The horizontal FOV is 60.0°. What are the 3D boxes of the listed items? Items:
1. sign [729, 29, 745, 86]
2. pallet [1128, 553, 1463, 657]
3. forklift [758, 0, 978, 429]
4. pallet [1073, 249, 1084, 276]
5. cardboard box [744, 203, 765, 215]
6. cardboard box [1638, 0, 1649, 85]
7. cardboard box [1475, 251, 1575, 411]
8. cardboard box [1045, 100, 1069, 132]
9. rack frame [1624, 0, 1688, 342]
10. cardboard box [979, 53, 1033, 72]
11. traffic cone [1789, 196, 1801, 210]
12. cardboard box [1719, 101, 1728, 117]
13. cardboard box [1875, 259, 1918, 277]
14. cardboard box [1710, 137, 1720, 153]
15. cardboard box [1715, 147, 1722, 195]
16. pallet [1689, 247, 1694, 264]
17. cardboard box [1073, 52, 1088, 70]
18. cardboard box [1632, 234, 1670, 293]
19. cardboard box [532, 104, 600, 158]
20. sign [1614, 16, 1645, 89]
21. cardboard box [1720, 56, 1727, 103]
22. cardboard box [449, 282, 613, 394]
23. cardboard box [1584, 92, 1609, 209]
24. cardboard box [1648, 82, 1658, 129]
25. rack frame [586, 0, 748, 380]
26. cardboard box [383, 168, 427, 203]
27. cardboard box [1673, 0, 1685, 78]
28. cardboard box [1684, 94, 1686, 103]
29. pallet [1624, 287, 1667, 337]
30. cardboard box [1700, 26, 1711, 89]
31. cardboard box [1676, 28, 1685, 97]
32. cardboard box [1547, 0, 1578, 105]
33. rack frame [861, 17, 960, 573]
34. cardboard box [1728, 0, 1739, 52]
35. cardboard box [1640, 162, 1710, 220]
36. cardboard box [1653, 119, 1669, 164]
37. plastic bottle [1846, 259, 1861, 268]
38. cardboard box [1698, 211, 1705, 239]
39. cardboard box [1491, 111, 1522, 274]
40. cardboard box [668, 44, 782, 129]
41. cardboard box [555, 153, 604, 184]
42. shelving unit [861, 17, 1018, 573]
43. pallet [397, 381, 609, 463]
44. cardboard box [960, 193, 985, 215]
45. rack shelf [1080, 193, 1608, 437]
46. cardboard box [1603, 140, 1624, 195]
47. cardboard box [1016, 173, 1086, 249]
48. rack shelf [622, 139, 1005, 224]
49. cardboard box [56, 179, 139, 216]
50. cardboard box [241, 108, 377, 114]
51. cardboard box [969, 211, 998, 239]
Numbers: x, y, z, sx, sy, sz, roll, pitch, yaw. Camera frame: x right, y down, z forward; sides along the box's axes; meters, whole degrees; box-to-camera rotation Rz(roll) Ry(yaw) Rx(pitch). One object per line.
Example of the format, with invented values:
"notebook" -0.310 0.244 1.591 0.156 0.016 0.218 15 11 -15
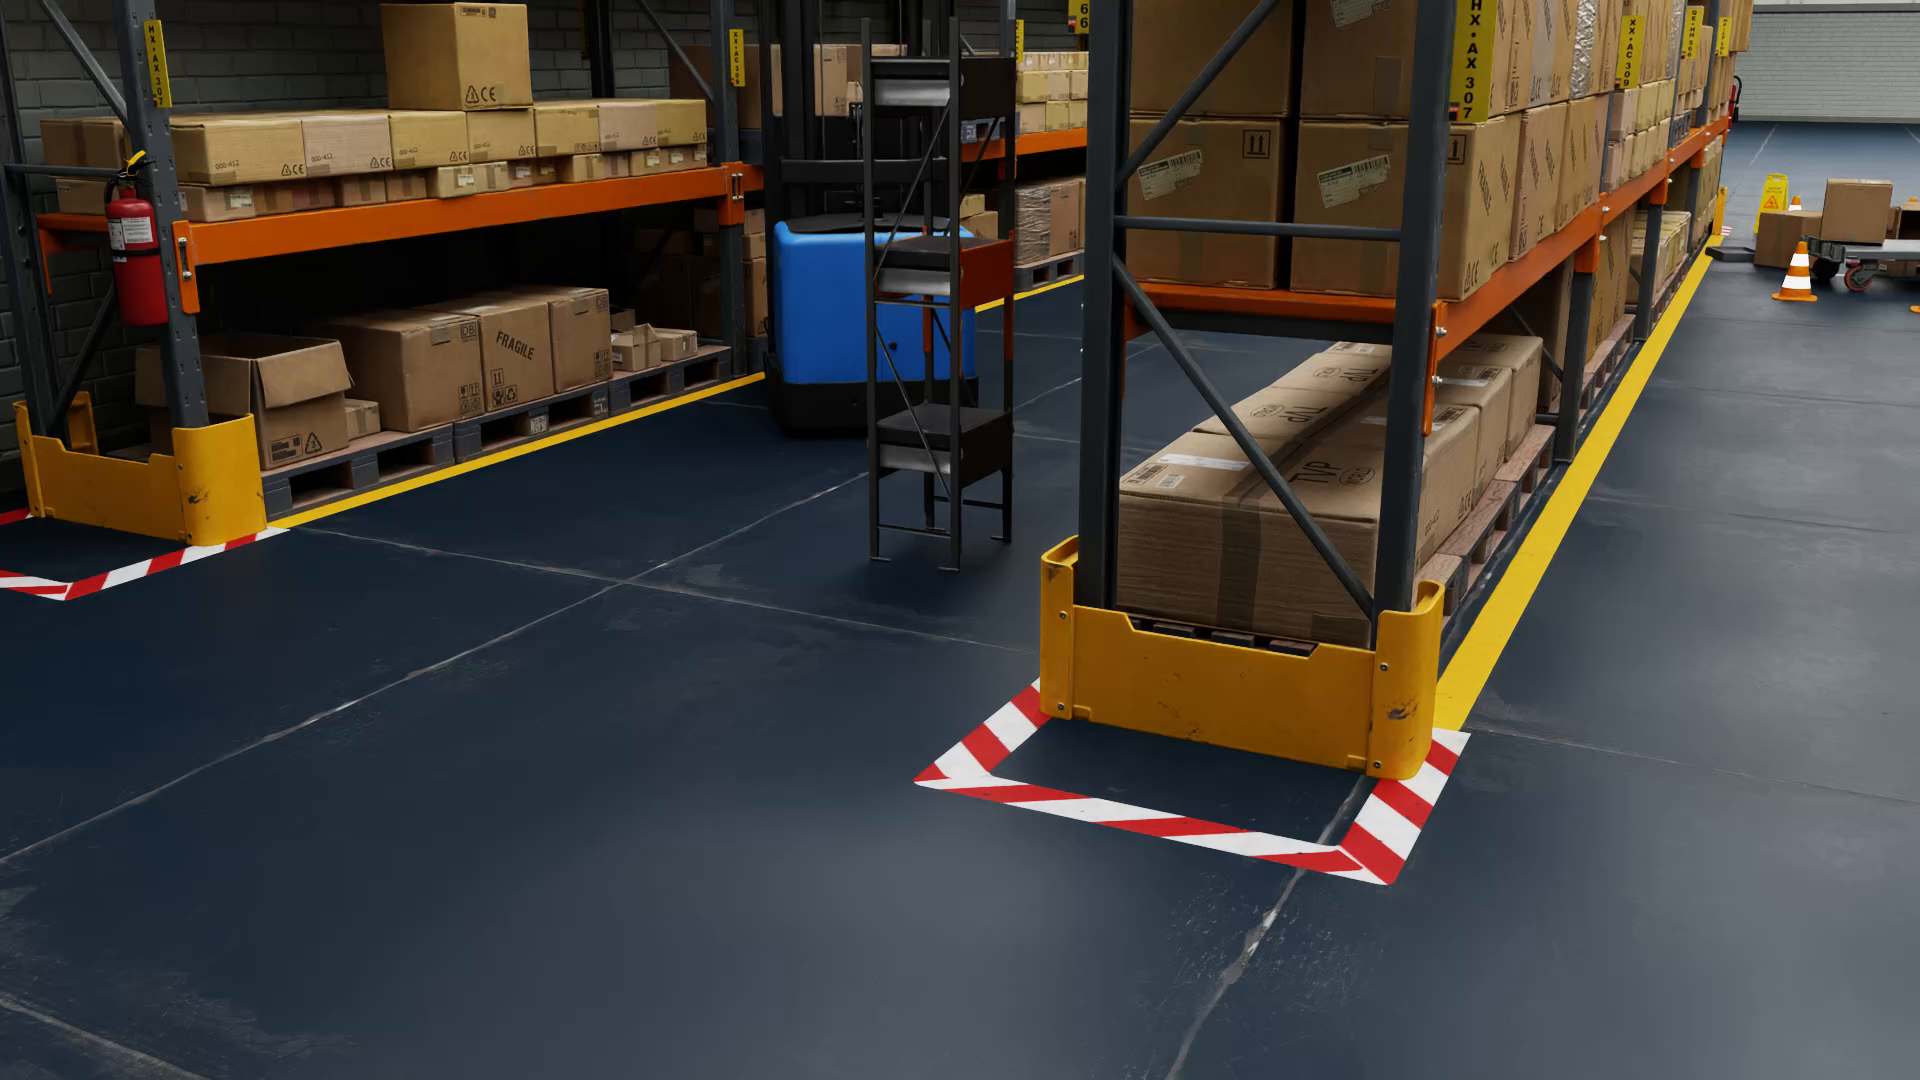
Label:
"sign" -1.329 -2.869 9.896 0.100 0.325 0.005 8 18 25
"pallet" 1.125 0.251 5.808 1.003 0.211 1.213 8 18 25
"forklift" -0.634 -2.365 9.839 1.130 2.935 3.031 -2 17 -8
"pallet" 0.919 -2.718 15.804 1.003 0.211 1.213 8 18 25
"cardboard box" -1.346 -2.108 10.843 0.380 0.149 0.250 7 18 23
"cardboard box" 3.281 -2.627 8.668 0.500 0.500 0.500 8 18 25
"cardboard box" 2.830 -1.242 8.931 0.875 0.875 0.875 9 19 27
"cardboard box" 0.616 -3.678 14.402 0.500 0.250 0.500 8 18 24
"rack frame" 4.412 -2.910 11.552 1.000 3.000 0.127 8 18 25
"cardboard box" 0.376 -3.943 13.716 0.380 0.149 0.250 9 19 27
"traffic cone" 8.949 -3.458 17.853 0.336 0.463 0.334 8 18 25
"cardboard box" 7.775 -4.494 17.327 0.380 0.149 0.250 8 19 26
"cardboard box" 8.484 -2.552 15.151 0.258 0.266 0.396 -4 17 -13
"cardboard box" 7.524 -4.031 16.964 0.380 0.149 0.250 9 19 28
"cardboard box" 7.862 -3.953 17.839 0.500 0.500 0.500 8 18 26
"pallet" 6.468 -2.767 15.971 1.003 0.211 1.213 8 18 25
"cardboard box" 0.943 -4.273 14.827 0.380 0.149 0.250 9 19 27
"cardboard box" 4.996 -2.183 12.983 0.950 0.372 0.625 8 18 24
"cardboard box" -2.272 -2.176 8.825 0.500 0.250 0.500 8 18 25
"sign" 3.122 -2.273 7.751 0.100 0.325 0.005 8 18 25
"cardboard box" 7.293 -4.584 16.491 0.500 0.500 0.500 8 18 26
"cardboard box" -2.366 -1.126 9.201 0.700 0.500 0.500 7 18 23
"cardboard box" 2.646 -1.788 7.600 0.500 0.500 0.500 8 18 26
"cardboard box" 3.755 -2.525 9.644 0.500 0.250 0.500 7 18 24
"rack frame" -1.818 -2.521 10.245 1.000 3.000 0.127 8 18 25
"cardboard box" -2.773 -1.698 7.914 0.380 0.149 0.250 8 19 26
"cardboard box" 4.415 -3.272 10.840 0.500 0.500 0.500 8 18 24
"cardboard box" 5.489 -3.455 13.093 0.380 0.149 0.250 9 19 27
"pallet" 4.763 -1.772 12.619 1.003 0.211 1.213 8 18 25
"cardboard box" 5.978 -4.047 13.946 0.500 0.500 0.500 8 18 26
"cardboard box" 4.820 -3.387 11.723 0.500 0.500 0.500 8 18 24
"cardboard box" 1.976 -1.877 6.144 0.500 0.500 0.500 8 18 26
"rack frame" -0.183 -0.902 6.374 0.400 2.100 0.015 8 18 25
"cardboard box" 6.838 -4.810 15.497 0.700 0.500 0.500 8 18 26
"cardboard box" 6.705 -3.287 15.598 0.500 0.500 0.500 9 19 28
"cardboard box" 4.204 -2.544 10.584 0.500 0.250 0.500 8 19 26
"plastic bottle" 8.454 -2.610 15.704 0.133 0.061 0.283 12 20 35
"cardboard box" 6.933 -3.065 16.167 0.500 0.250 0.500 9 19 28
"cardboard box" 1.510 -1.138 5.412 0.500 0.500 0.500 8 18 25
"cardboard box" -1.401 -2.865 10.490 0.700 0.500 0.500 9 19 27
"cardboard box" -2.156 -2.017 8.989 0.380 0.149 0.250 8 18 25
"shelving unit" -0.074 -0.964 6.583 0.431 2.100 0.503 8 18 25
"pallet" -2.669 -0.698 9.003 1.003 0.211 1.213 8 18 25
"cardboard box" -0.024 -2.696 13.347 0.380 0.149 0.250 7 18 23
"rack shelf" 1.731 -1.036 6.509 1.077 0.370 4.000 8 18 25
"cardboard box" 3.057 -1.897 8.407 0.500 0.250 0.500 8 18 24
"cardboard box" 0.846 -3.099 15.624 0.875 0.625 0.625 7 18 23
"rack shelf" -0.924 -2.686 12.062 1.077 0.370 4.000 8 18 25
"cardboard box" -3.697 -1.501 7.249 0.380 0.149 0.250 8 18 25
"cardboard box" -3.180 -1.981 8.166 0.500 0.250 0.500 9 19 27
"cardboard box" -0.027 -2.408 13.517 0.500 0.500 0.500 9 19 27
